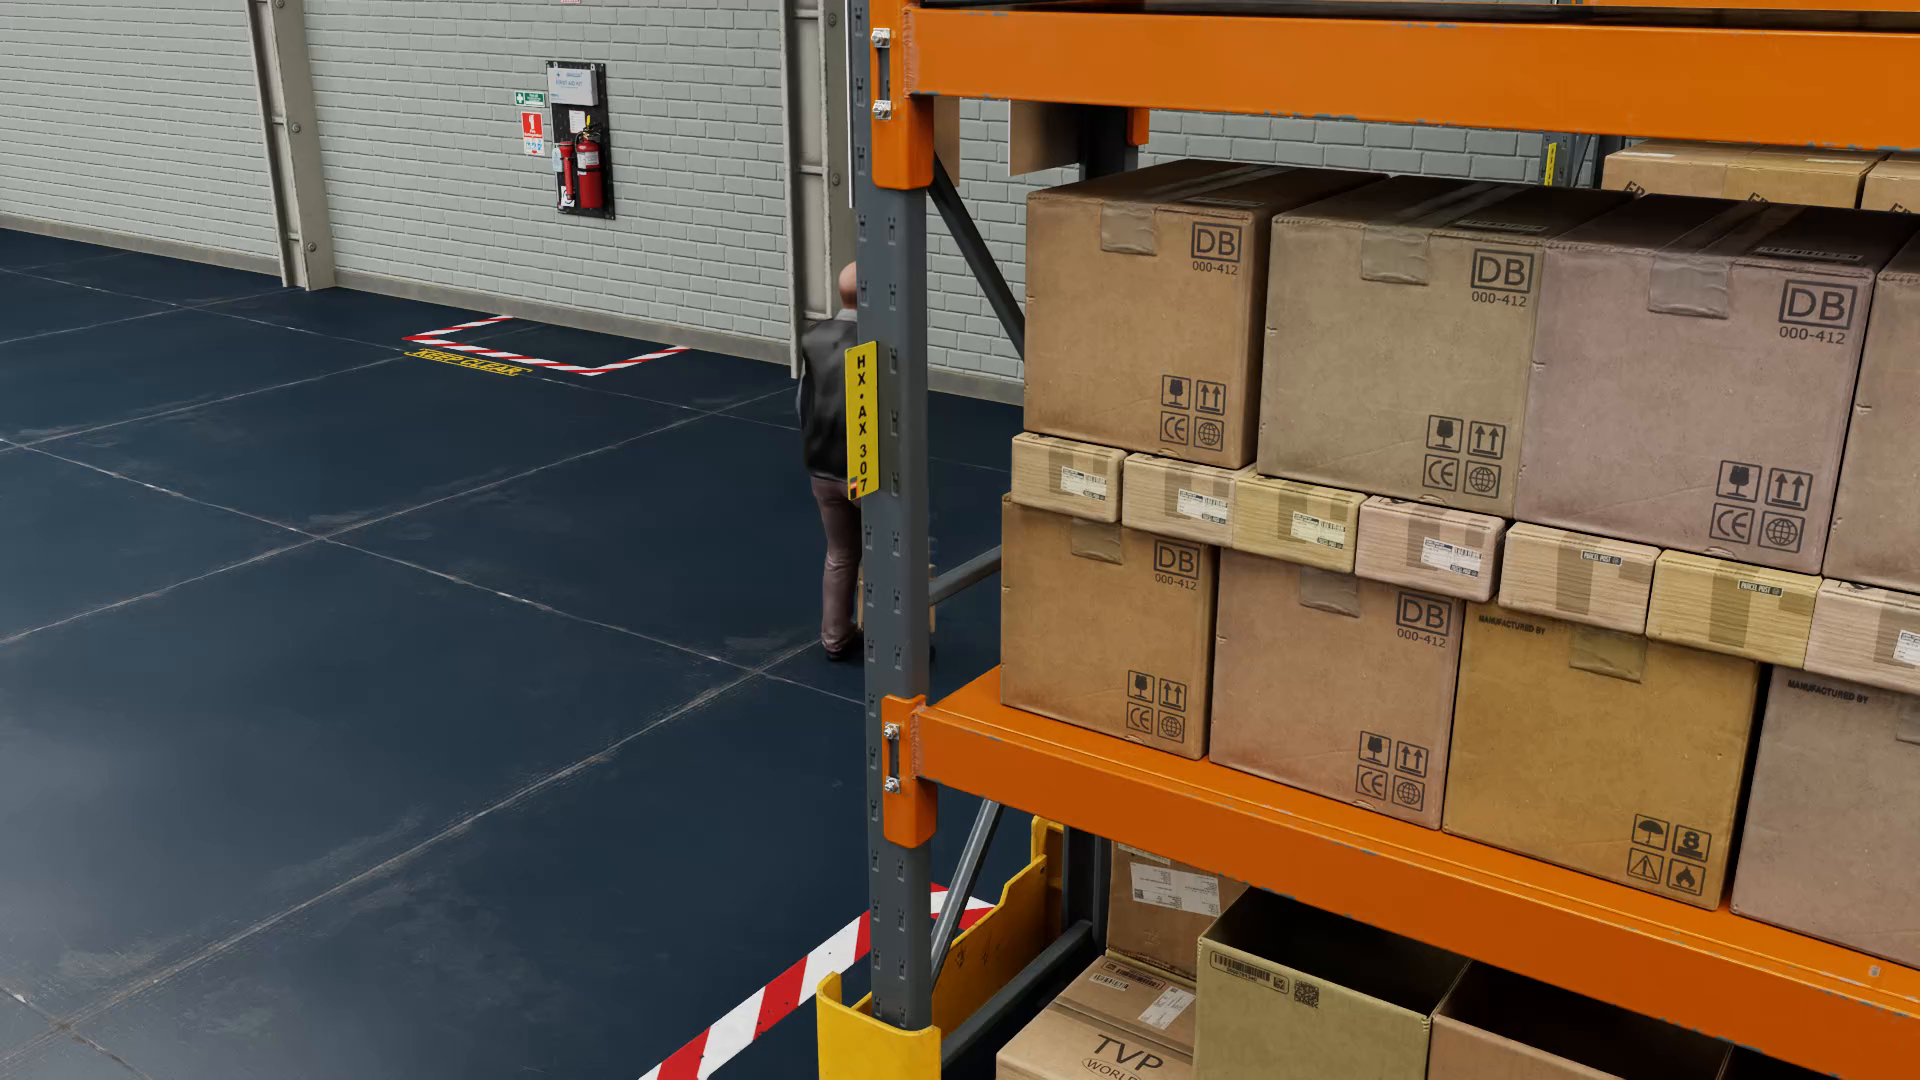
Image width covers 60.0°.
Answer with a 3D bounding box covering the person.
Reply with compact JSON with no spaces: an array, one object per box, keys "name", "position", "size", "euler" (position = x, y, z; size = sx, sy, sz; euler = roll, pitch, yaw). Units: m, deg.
[{"name":"person","position":[-0.423,-0.241,6.933],"size":[0.569,1.620,0.420],"euler":[12,23,30]}]
